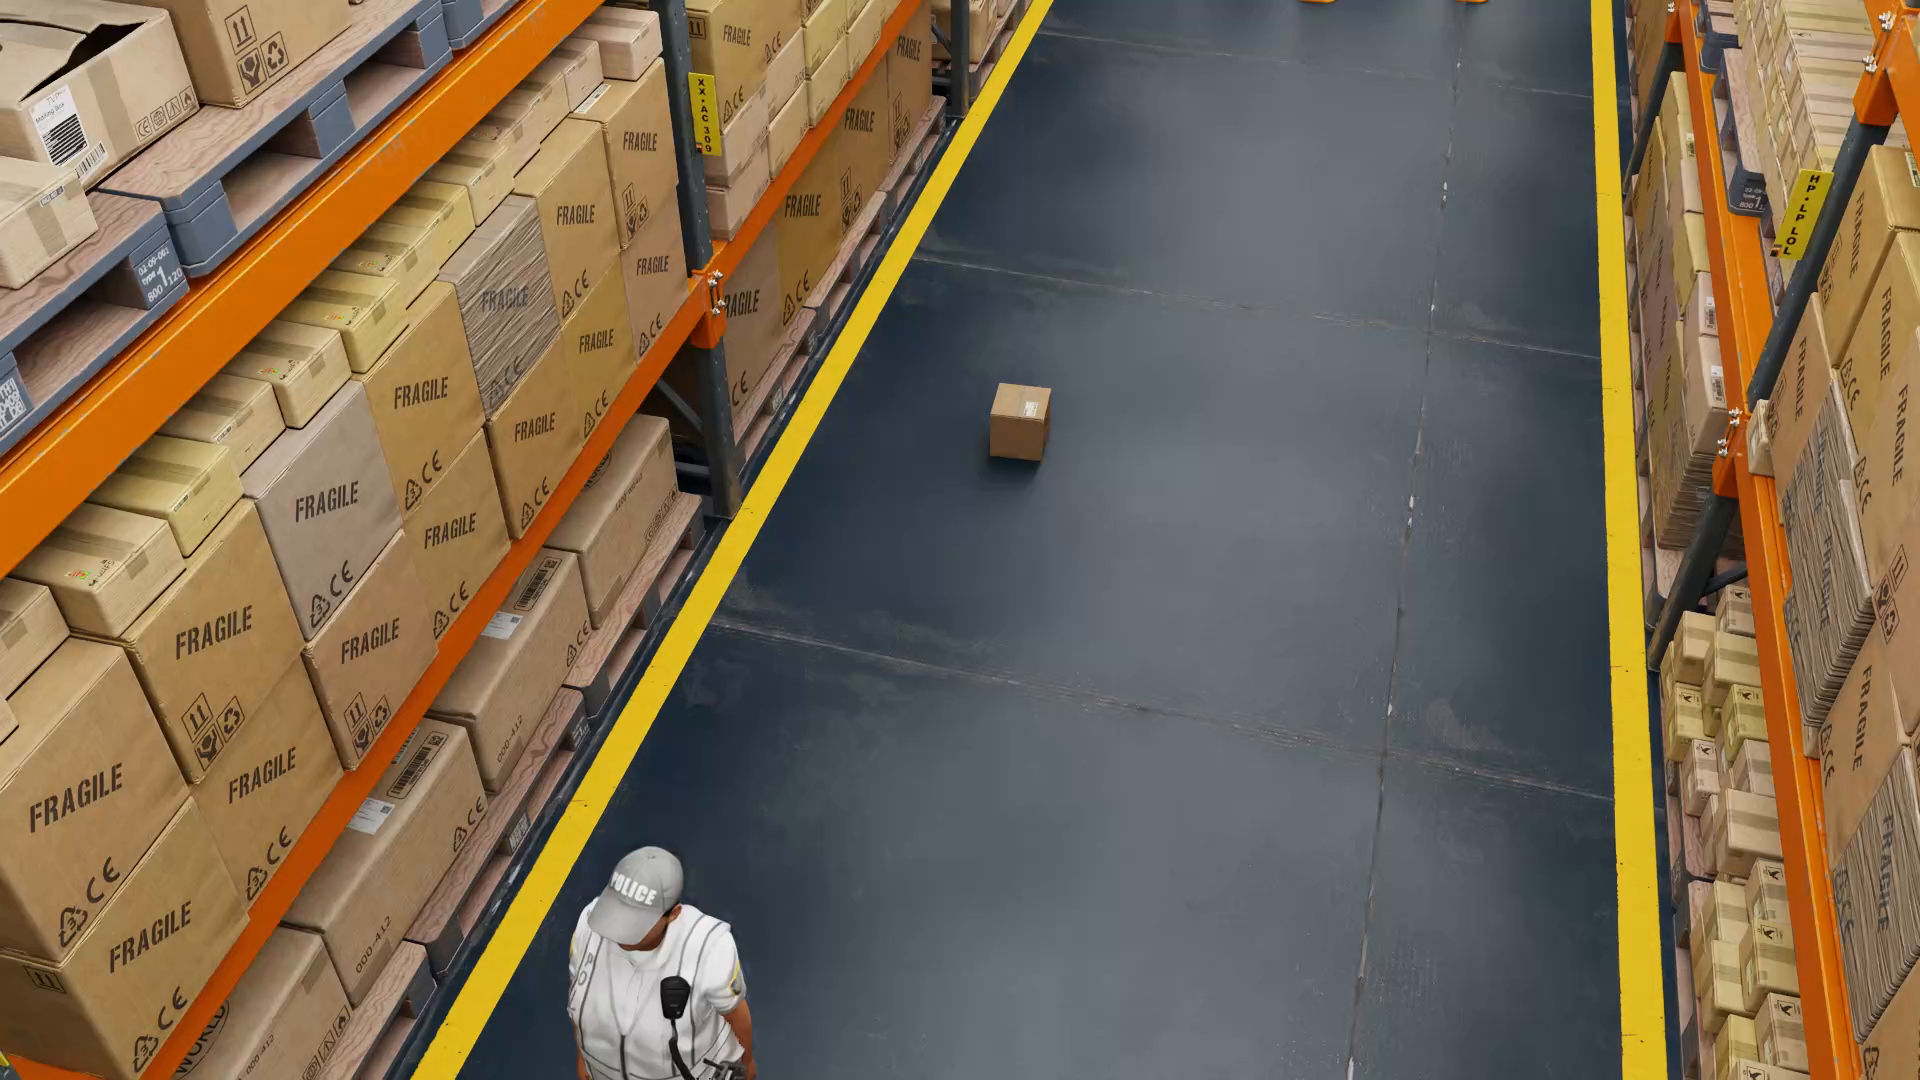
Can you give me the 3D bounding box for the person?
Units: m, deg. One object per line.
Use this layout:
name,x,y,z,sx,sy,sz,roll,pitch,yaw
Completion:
person,-0.801,1.391,4.564,0.498,1.627,0.828,13,43,15
